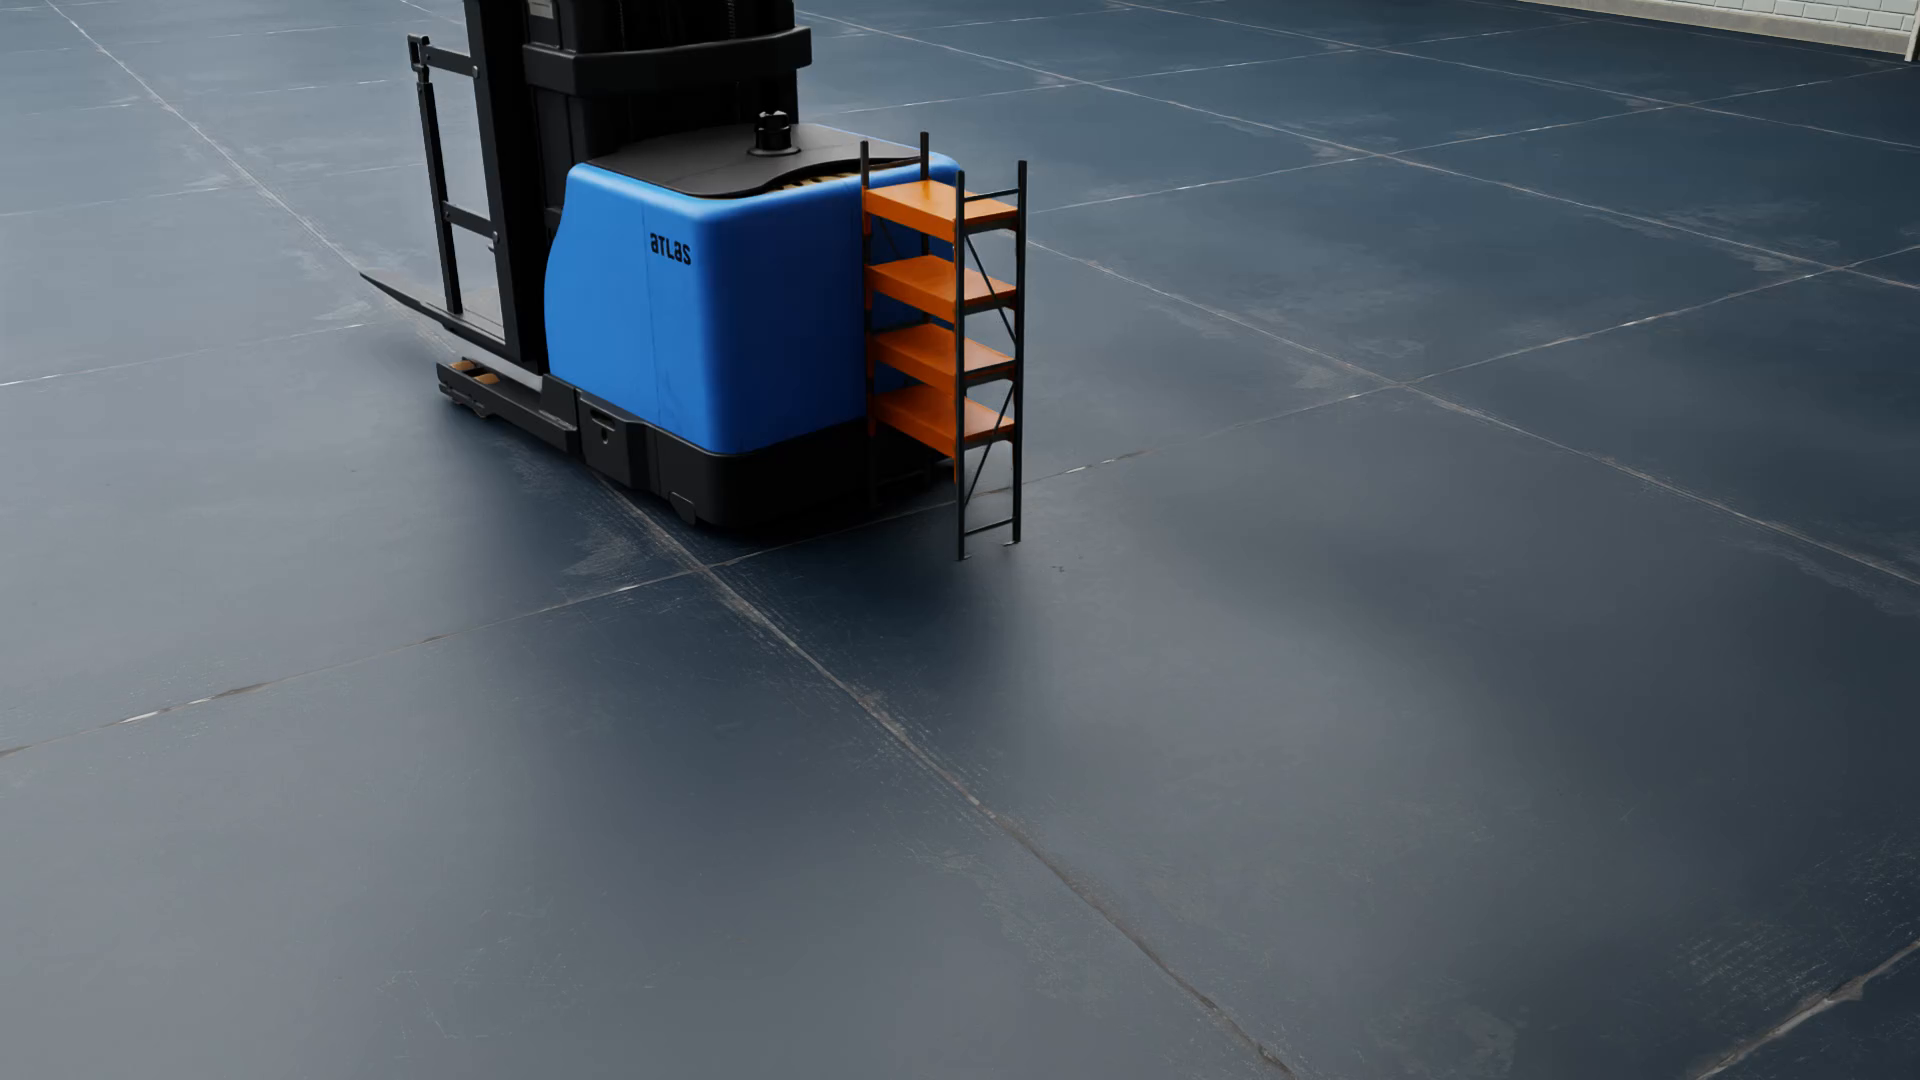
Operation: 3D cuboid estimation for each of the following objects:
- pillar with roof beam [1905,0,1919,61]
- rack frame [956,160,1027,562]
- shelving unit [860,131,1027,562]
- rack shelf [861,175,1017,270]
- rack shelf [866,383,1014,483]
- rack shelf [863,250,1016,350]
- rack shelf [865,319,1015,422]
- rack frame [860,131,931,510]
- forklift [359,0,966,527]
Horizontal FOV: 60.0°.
[{"bbox_3d":[4.293,-6.924,9.377,9.100,9.000,0.400,-16,29,-30],"label":"pillar with roof beam"},{"bbox_3d":[0.089,-0.506,4.917,0.240,1.200,0.015,-17,30,-32],"label":"rack frame"},{"bbox_3d":[-0.055,-0.591,5.096,0.258,1.200,0.503,-17,30,-32],"label":"shelving unit"},{"bbox_3d":[-0.055,-0.946,4.928,0.258,0.148,0.480,-17,30,-32],"label":"rack shelf"},{"bbox_3d":[-0.055,-0.350,5.209,0.258,0.148,0.480,-17,30,-32],"label":"rack shelf"},{"bbox_3d":[-0.055,-0.732,5.029,0.258,0.148,0.480,-17,30,-32],"label":"rack shelf"},{"bbox_3d":[-0.055,-0.530,5.124,0.258,0.148,0.480,-17,30,-32],"label":"rack shelf"},{"bbox_3d":[-0.198,-0.675,5.274,0.240,1.200,0.015,-17,30,-32],"label":"rack frame"},{"bbox_3d":[-1.340,-1.909,5.861,1.130,2.935,3.031,-21,33,-37],"label":"forklift"}]
